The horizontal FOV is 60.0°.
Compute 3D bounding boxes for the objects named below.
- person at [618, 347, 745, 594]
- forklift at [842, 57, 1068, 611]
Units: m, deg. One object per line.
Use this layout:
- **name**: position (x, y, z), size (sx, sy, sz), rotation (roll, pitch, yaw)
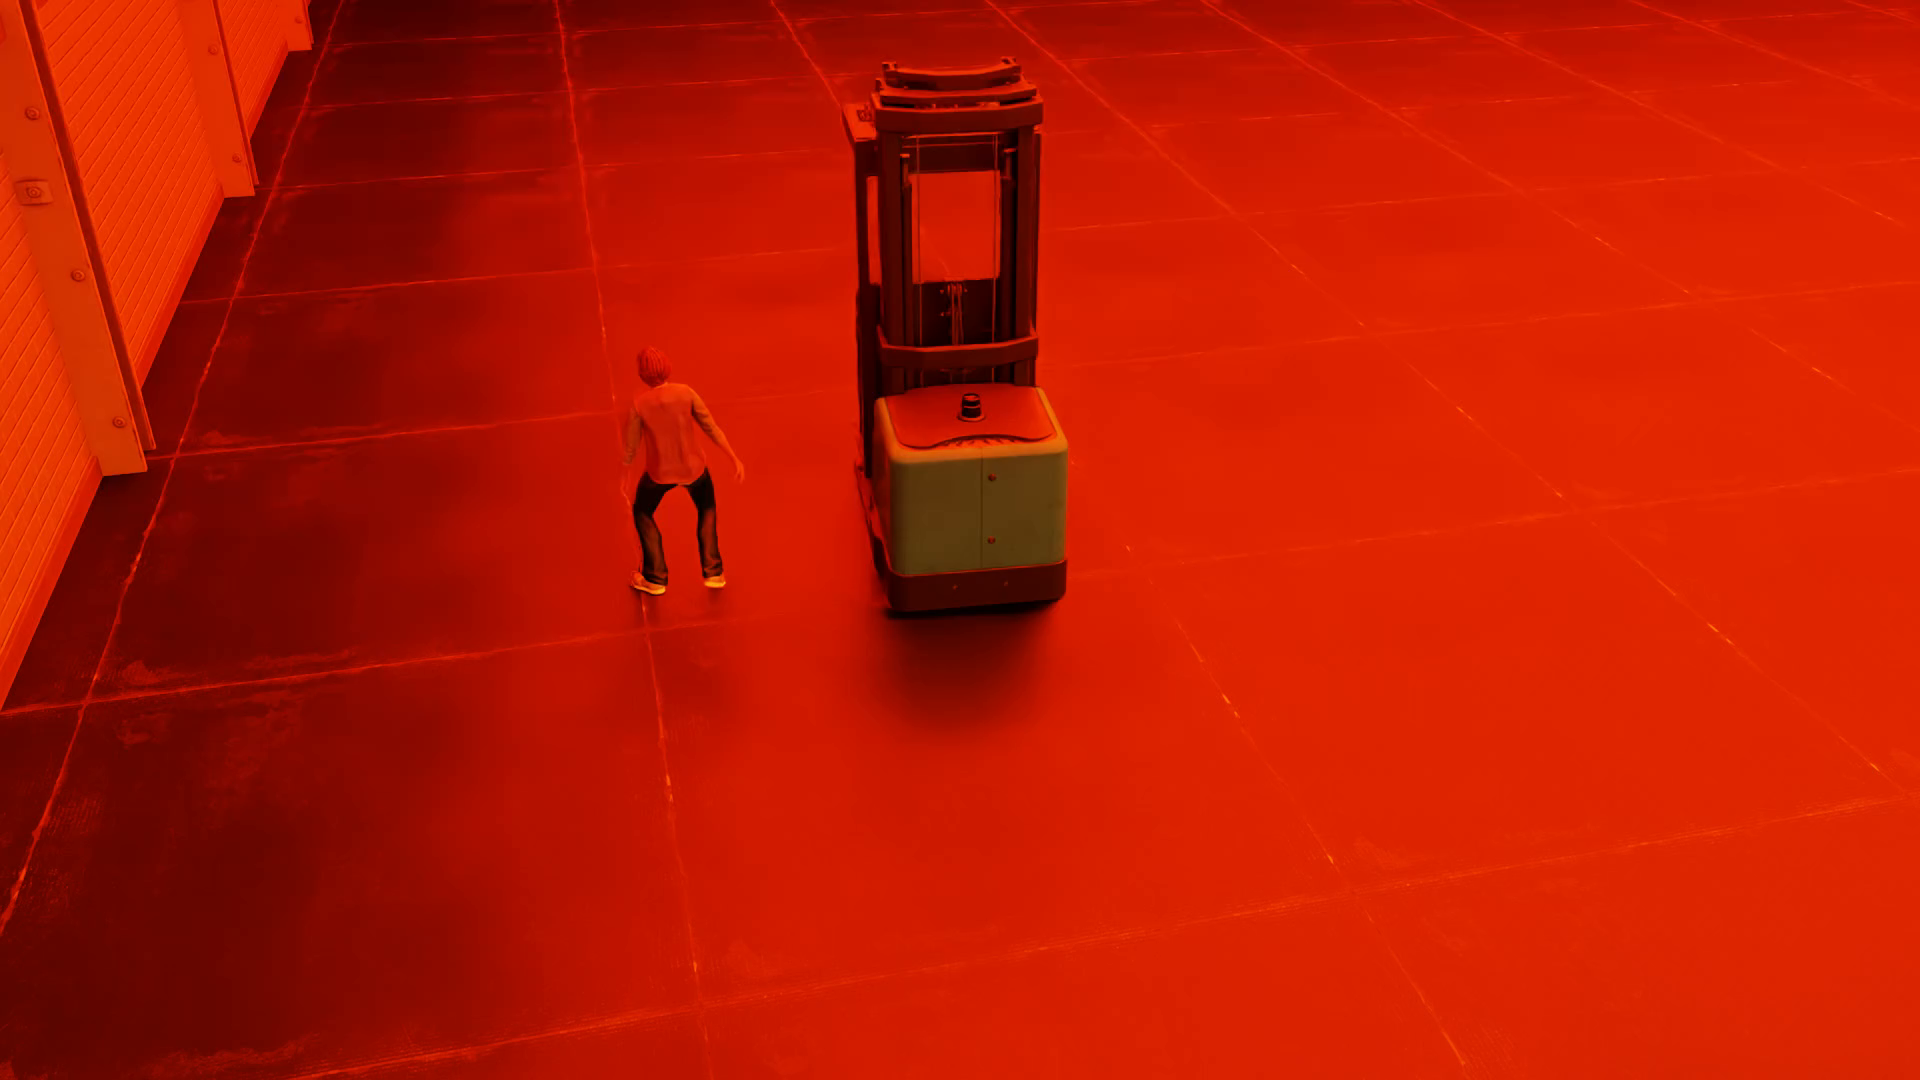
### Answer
- **person**: position (-1.621, -0.386, 9.660), size (0.732, 1.518, 0.434), rotation (-5, 30, -9)
- **forklift**: position (-0.114, -1.574, 10.293), size (1.130, 2.935, 3.031), rotation (-5, 30, -8)
